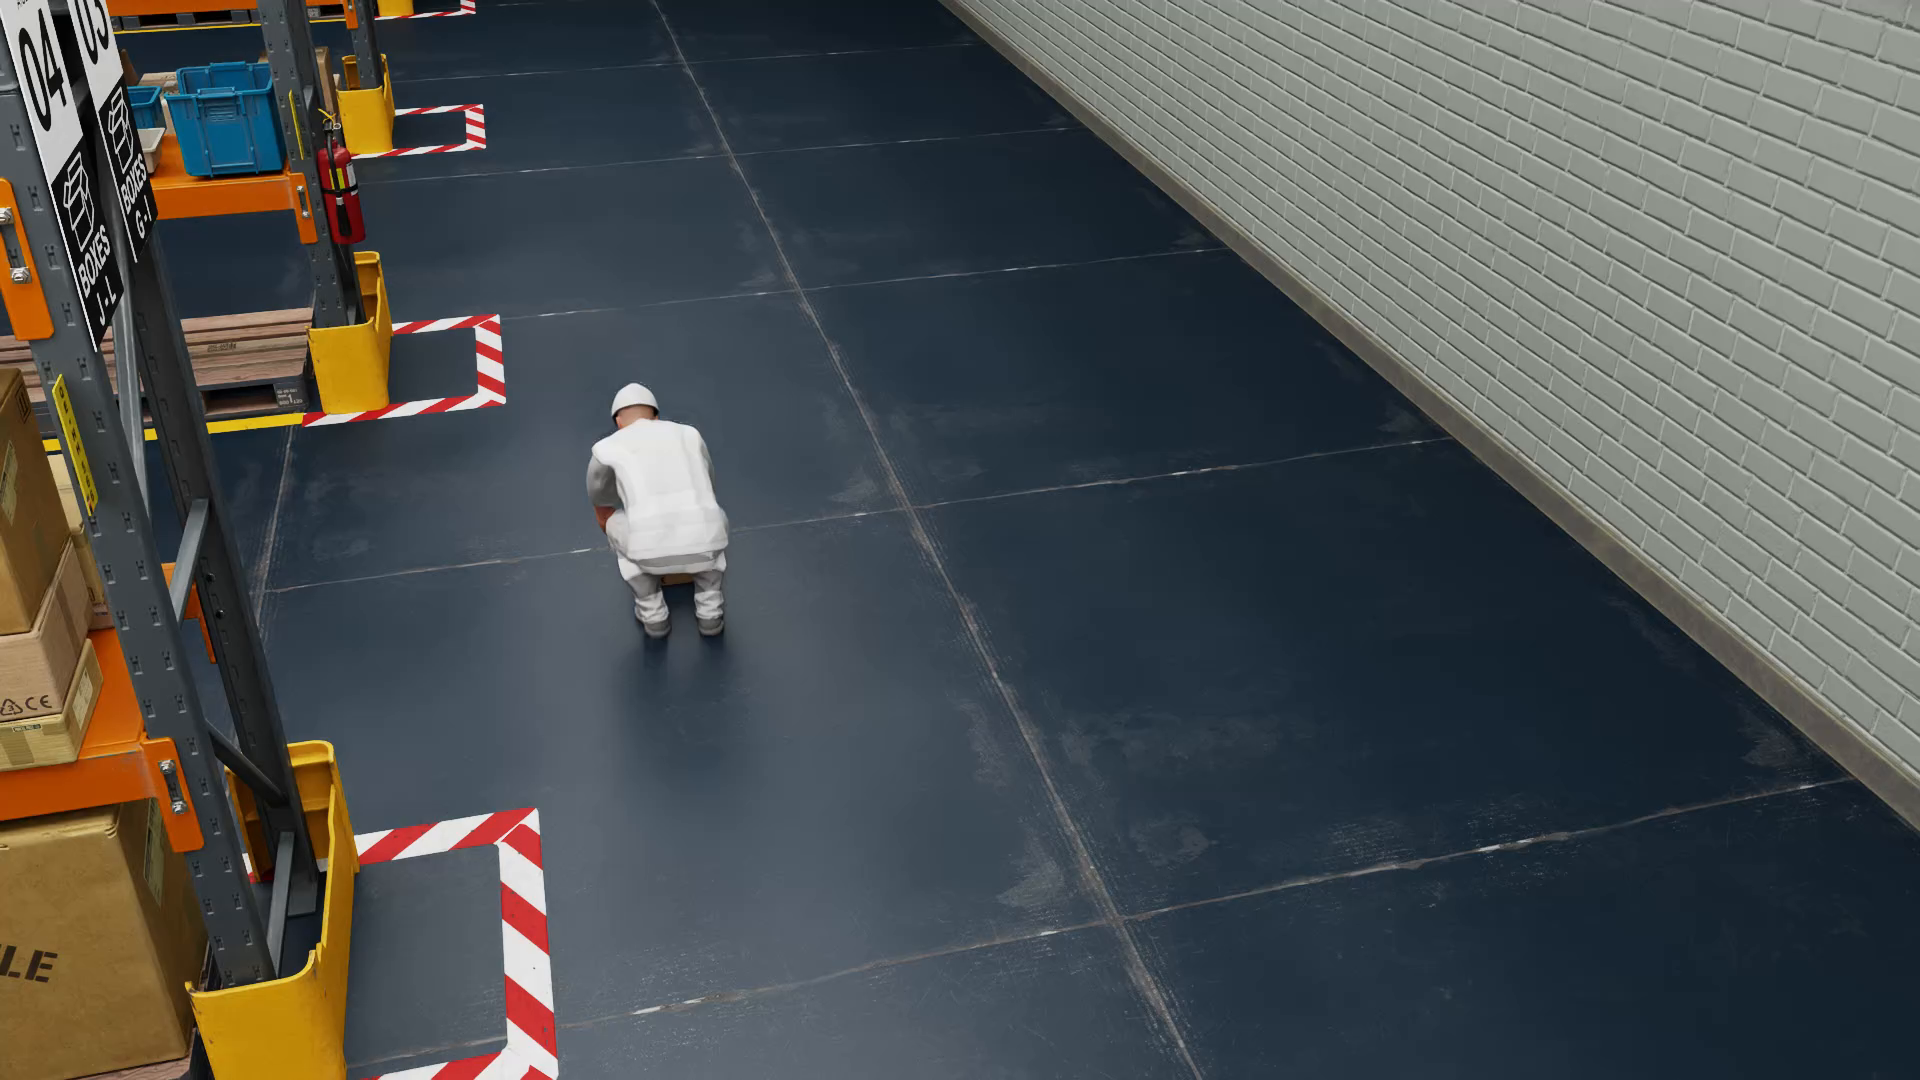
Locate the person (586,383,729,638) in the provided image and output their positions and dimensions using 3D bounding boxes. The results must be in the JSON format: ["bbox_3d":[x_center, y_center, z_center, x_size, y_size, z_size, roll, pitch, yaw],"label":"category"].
[{"bbox_3d":[-1.281,-0.097,7.113,0.572,0.955,0.882,-8,31,-13],"label":"person"}]
